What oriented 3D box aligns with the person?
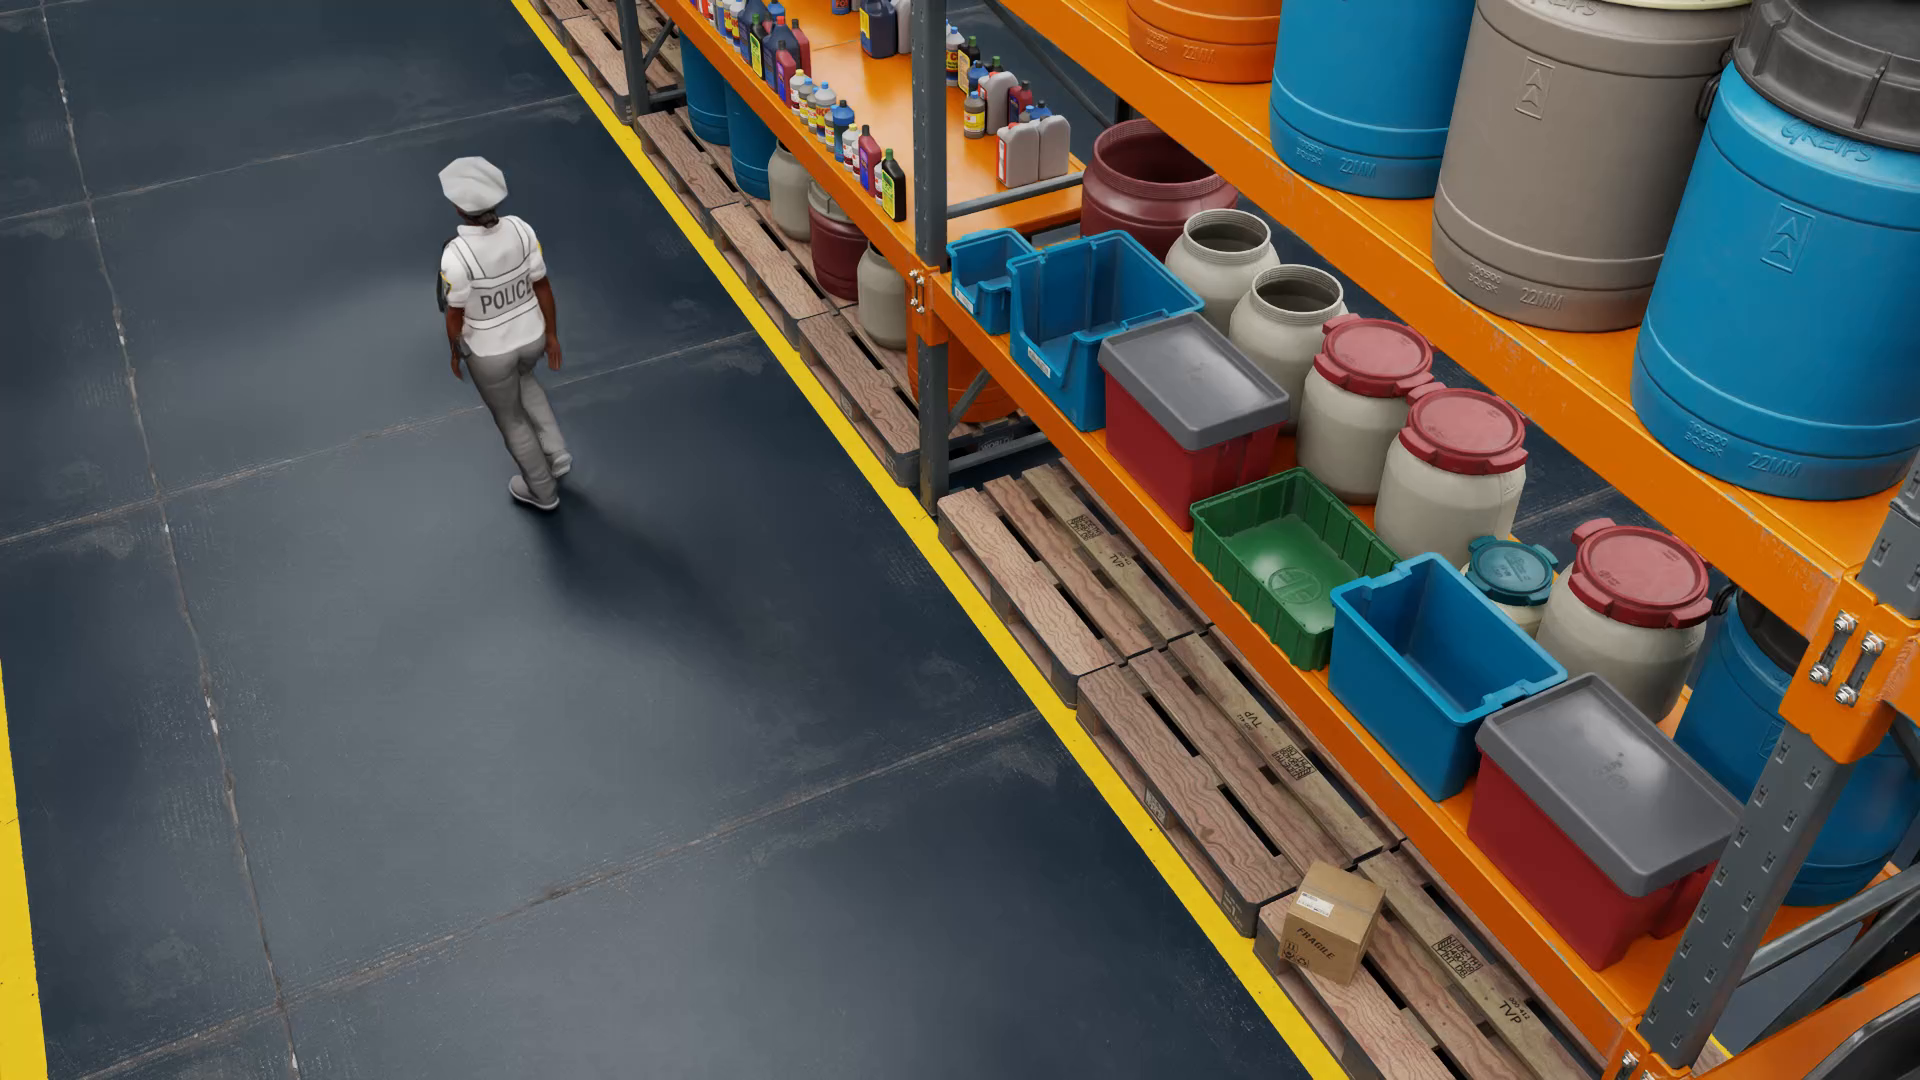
[{"bbox_3d":[-1.978,-0.860,7.095,0.441,1.714,0.440,28,49,28],"label":"person"}]
